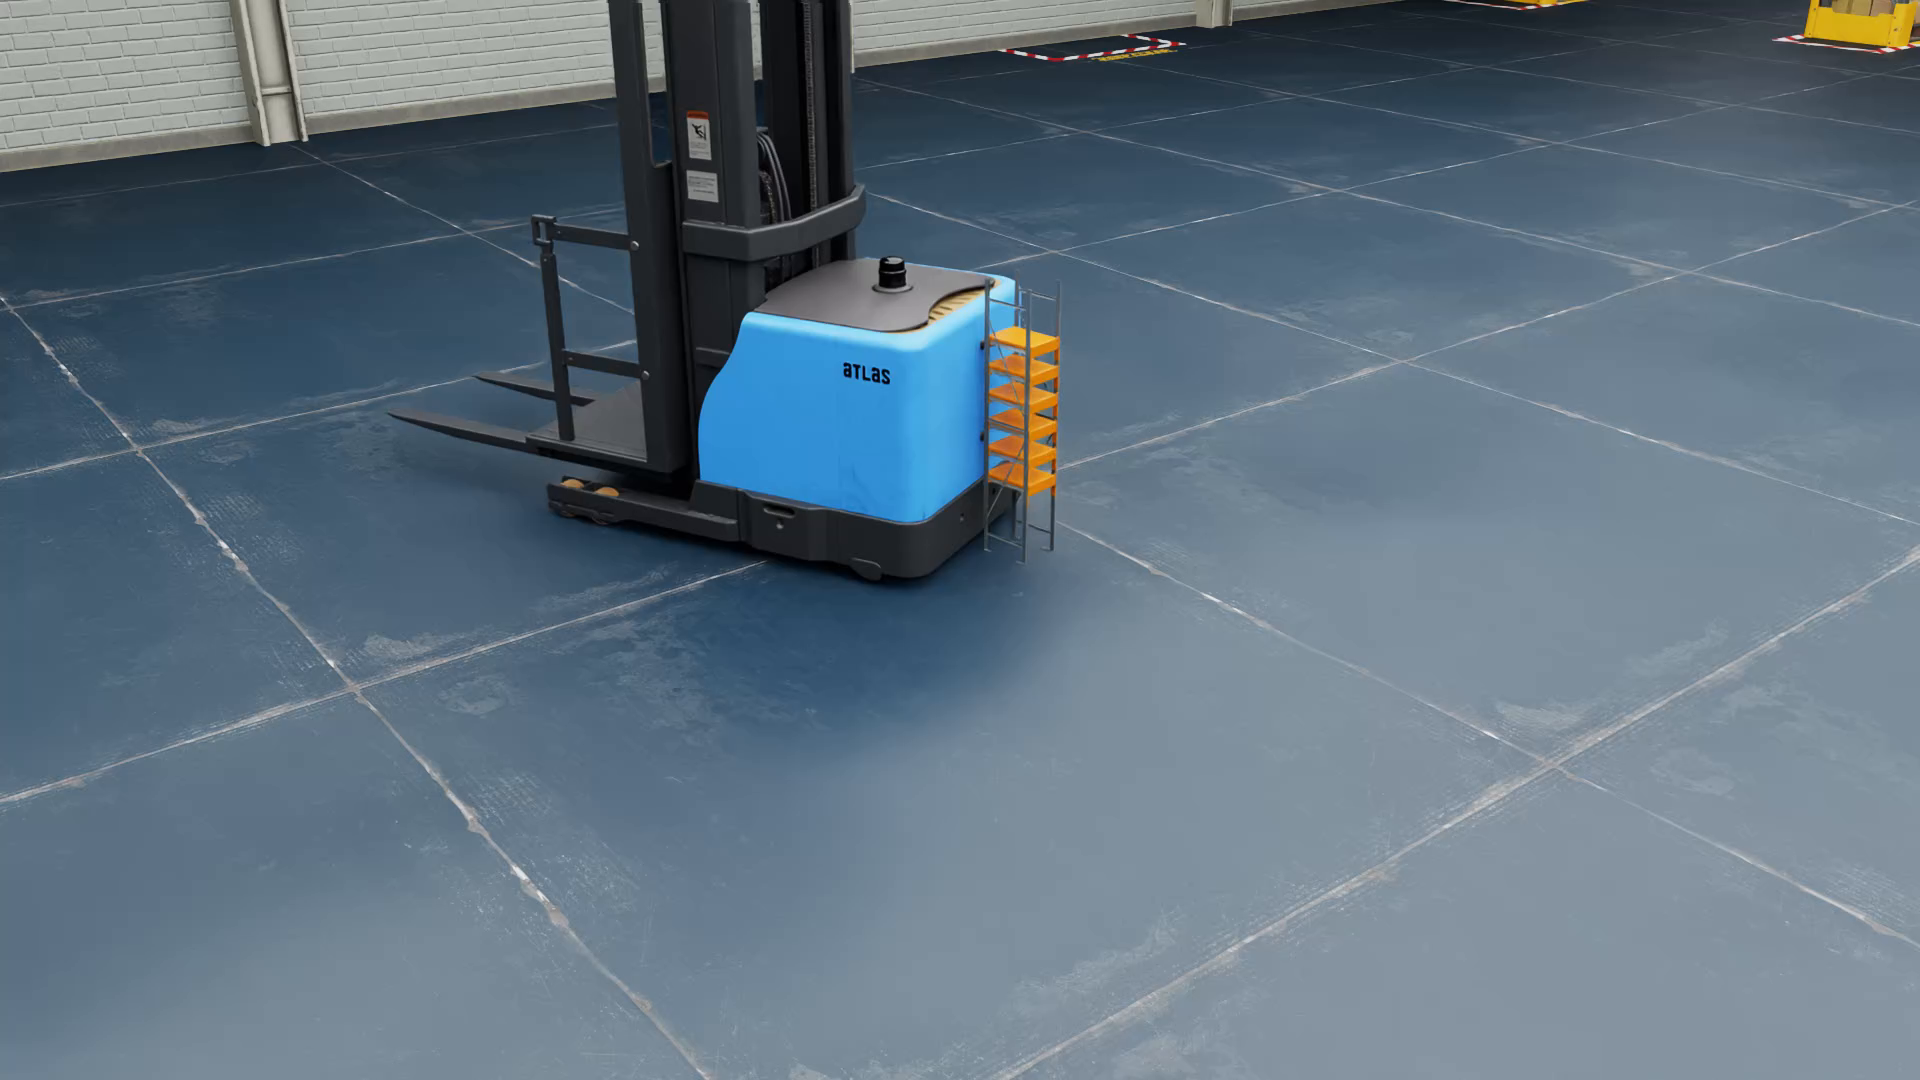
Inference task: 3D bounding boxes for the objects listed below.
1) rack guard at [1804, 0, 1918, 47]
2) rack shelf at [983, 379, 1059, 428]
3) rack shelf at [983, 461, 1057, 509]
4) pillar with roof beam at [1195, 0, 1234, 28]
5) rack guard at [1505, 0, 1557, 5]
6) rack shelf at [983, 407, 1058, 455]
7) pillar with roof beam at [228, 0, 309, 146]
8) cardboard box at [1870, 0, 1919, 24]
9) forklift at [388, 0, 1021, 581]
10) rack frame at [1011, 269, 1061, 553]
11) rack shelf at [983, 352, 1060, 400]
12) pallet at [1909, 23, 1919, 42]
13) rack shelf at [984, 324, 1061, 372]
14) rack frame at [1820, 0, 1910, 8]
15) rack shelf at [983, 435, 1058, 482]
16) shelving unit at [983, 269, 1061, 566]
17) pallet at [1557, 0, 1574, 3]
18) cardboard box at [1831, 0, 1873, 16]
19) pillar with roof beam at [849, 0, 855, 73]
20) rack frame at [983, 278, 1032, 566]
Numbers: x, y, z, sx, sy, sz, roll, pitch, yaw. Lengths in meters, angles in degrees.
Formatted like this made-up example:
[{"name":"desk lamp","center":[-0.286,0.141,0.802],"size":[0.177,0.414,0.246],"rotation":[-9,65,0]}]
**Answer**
[{"name":"rack guard","center":[11.055,-6.395,20.435],"size":[0.348,0.500,1.175],"rotation":[-18,31,-34]},{"name":"rack shelf","center":[0.252,-0.565,6.863],"size":[0.258,0.103,0.180],"rotation":[21,32,38]},{"name":"rack shelf","center":[0.252,-0.239,7.015],"size":[0.258,0.103,0.180],"rotation":[21,32,38]},{"name":"pillar with roof beam","center":[5.966,-9.380,16.771],"size":[0.400,9.000,9.100],"rotation":[-18,31,-34]},{"name":"rack guard","center":[8.074,-8.061,24.025],"size":[0.348,0.500,1.175],"rotation":[-18,31,-34]},{"name":"rack shelf","center":[0.252,-0.456,6.914],"size":[0.258,0.103,0.180],"rotation":[21,32,38]},{"name":"pillar with roof beam","center":[-3.477,-6.263,10.054],"size":[0.400,9.000,9.100],"rotation":[-18,31,-34]},{"name":"cardboard box","center":[11.633,-6.544,20.554],"size":[0.500,0.250,0.500],"rotation":[-18,31,-34]},{"name":"forklift","center":[-1.274,-1.580,7.173],"size":[3.031,2.935,1.130],"rotation":[12,28,24]},{"name":"rack frame","center":[0.314,-0.525,6.956],"size":[0.240,1.200,0.006],"rotation":[21,32,38]},{"name":"rack shelf","center":[0.252,-0.674,6.813],"size":[0.258,0.103,0.180],"rotation":[21,32,38]},{"name":"pallet","center":[11.650,-6.483,20.967],"size":[1.213,0.211,1.003],"rotation":[-18,31,-34]},{"name":"rack shelf","center":[0.252,-0.783,6.762],"size":[0.258,0.103,0.180],"rotation":[21,32,38]},{"name":"rack frame","center":[11.074,-7.535,19.922],"size":[0.127,3.000,1.000],"rotation":[-18,31,-34]},{"name":"rack shelf","center":[0.252,-0.348,6.964],"size":[0.258,0.103,0.180],"rotation":[21,32,38]},{"name":"shelving unit","center":[0.252,-0.497,6.895],"size":[0.258,1.200,0.189],"rotation":[21,32,38]},{"name":"pallet","center":[8.735,-8.129,24.515],"size":[1.213,0.211,1.003],"rotation":[-18,31,-34]},{"name":"cardboard box","center":[11.314,-6.715,20.924],"size":[0.500,0.250,0.500],"rotation":[-18,31,-34]},{"name":"pillar with roof beam","center":[1.245,-7.821,13.413],"size":[0.400,9.000,9.100],"rotation":[-18,31,-34]},{"name":"rack frame","center":[0.190,-0.468,6.834],"size":[0.240,1.200,0.006],"rotation":[21,32,38]}]
